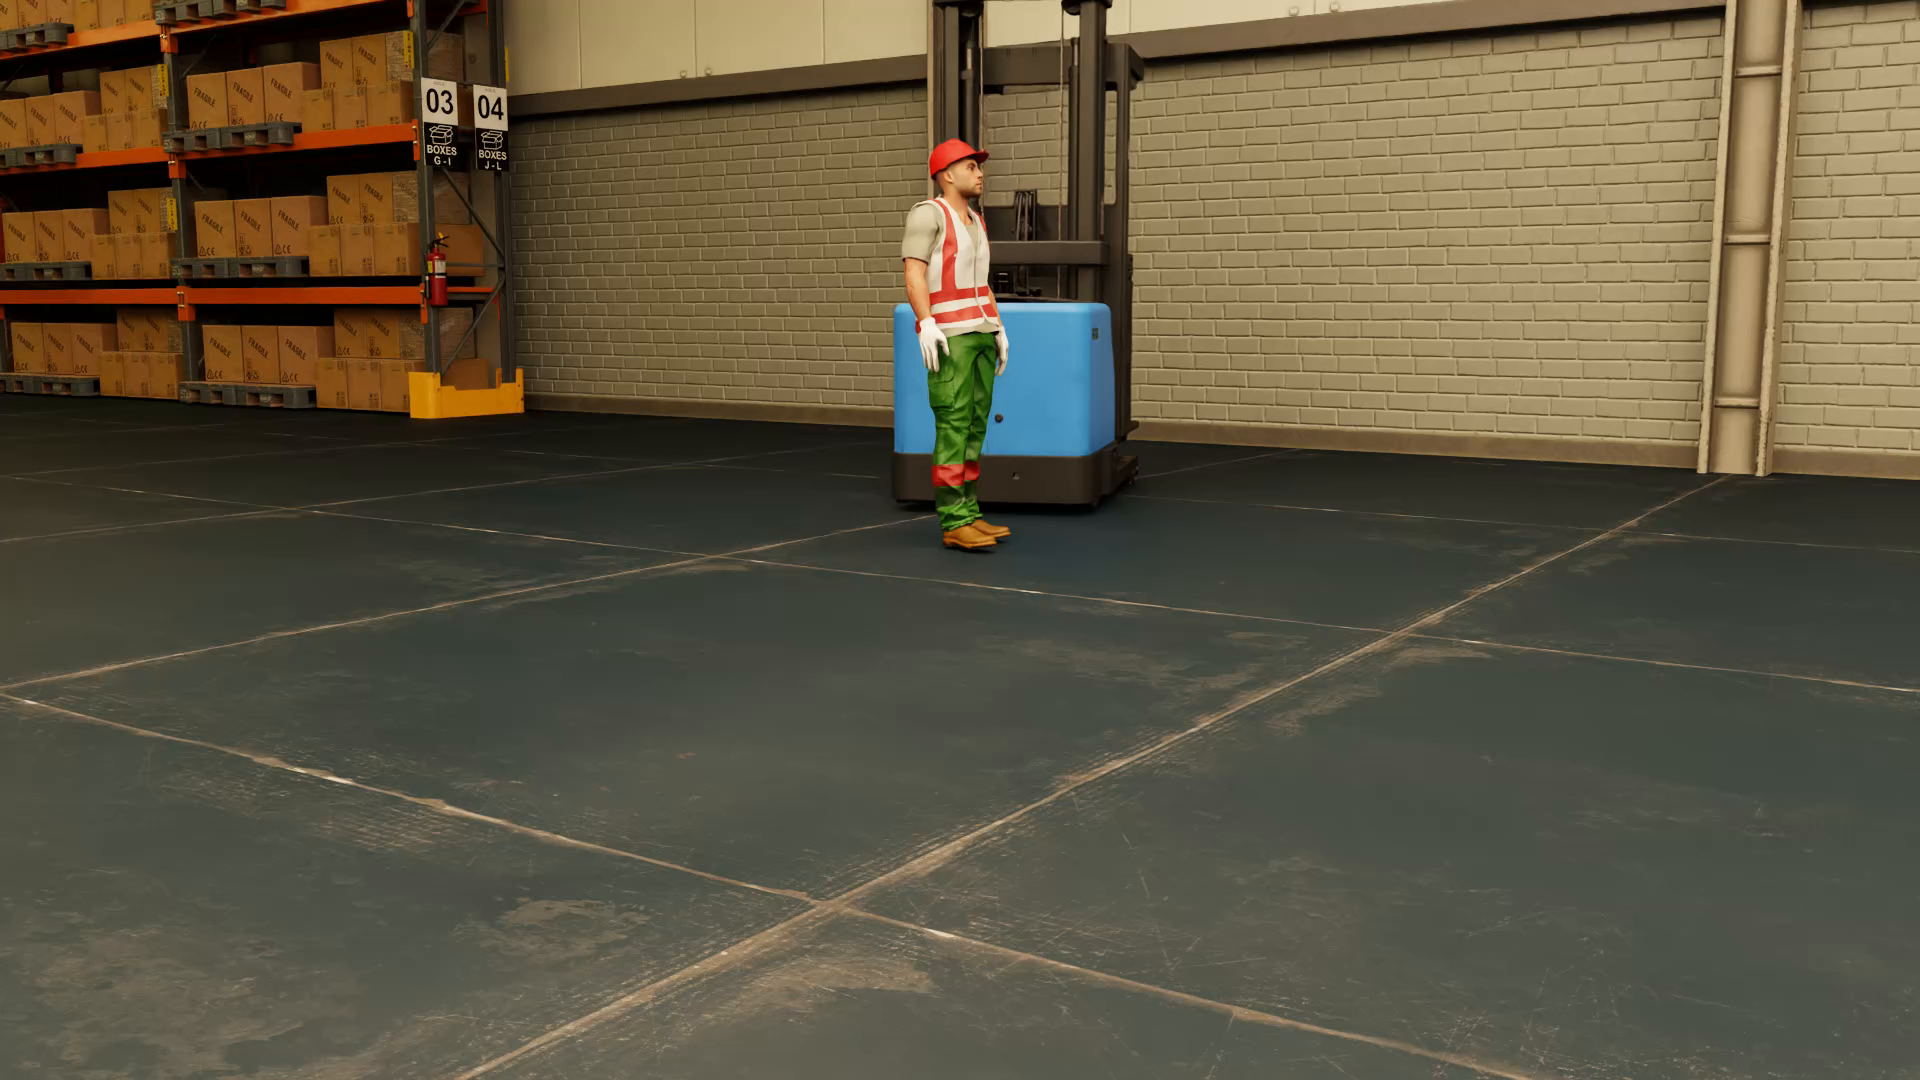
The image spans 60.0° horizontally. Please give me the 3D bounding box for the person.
[{"bbox_3d":[0.061,-0.885,7.423,0.561,1.790,0.638,5,10,34],"label":"person"}]

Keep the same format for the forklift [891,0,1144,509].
[{"bbox_3d":[0.468,-1.780,9.710,1.130,2.935,3.031,2,8,12],"label":"forklift"}]
